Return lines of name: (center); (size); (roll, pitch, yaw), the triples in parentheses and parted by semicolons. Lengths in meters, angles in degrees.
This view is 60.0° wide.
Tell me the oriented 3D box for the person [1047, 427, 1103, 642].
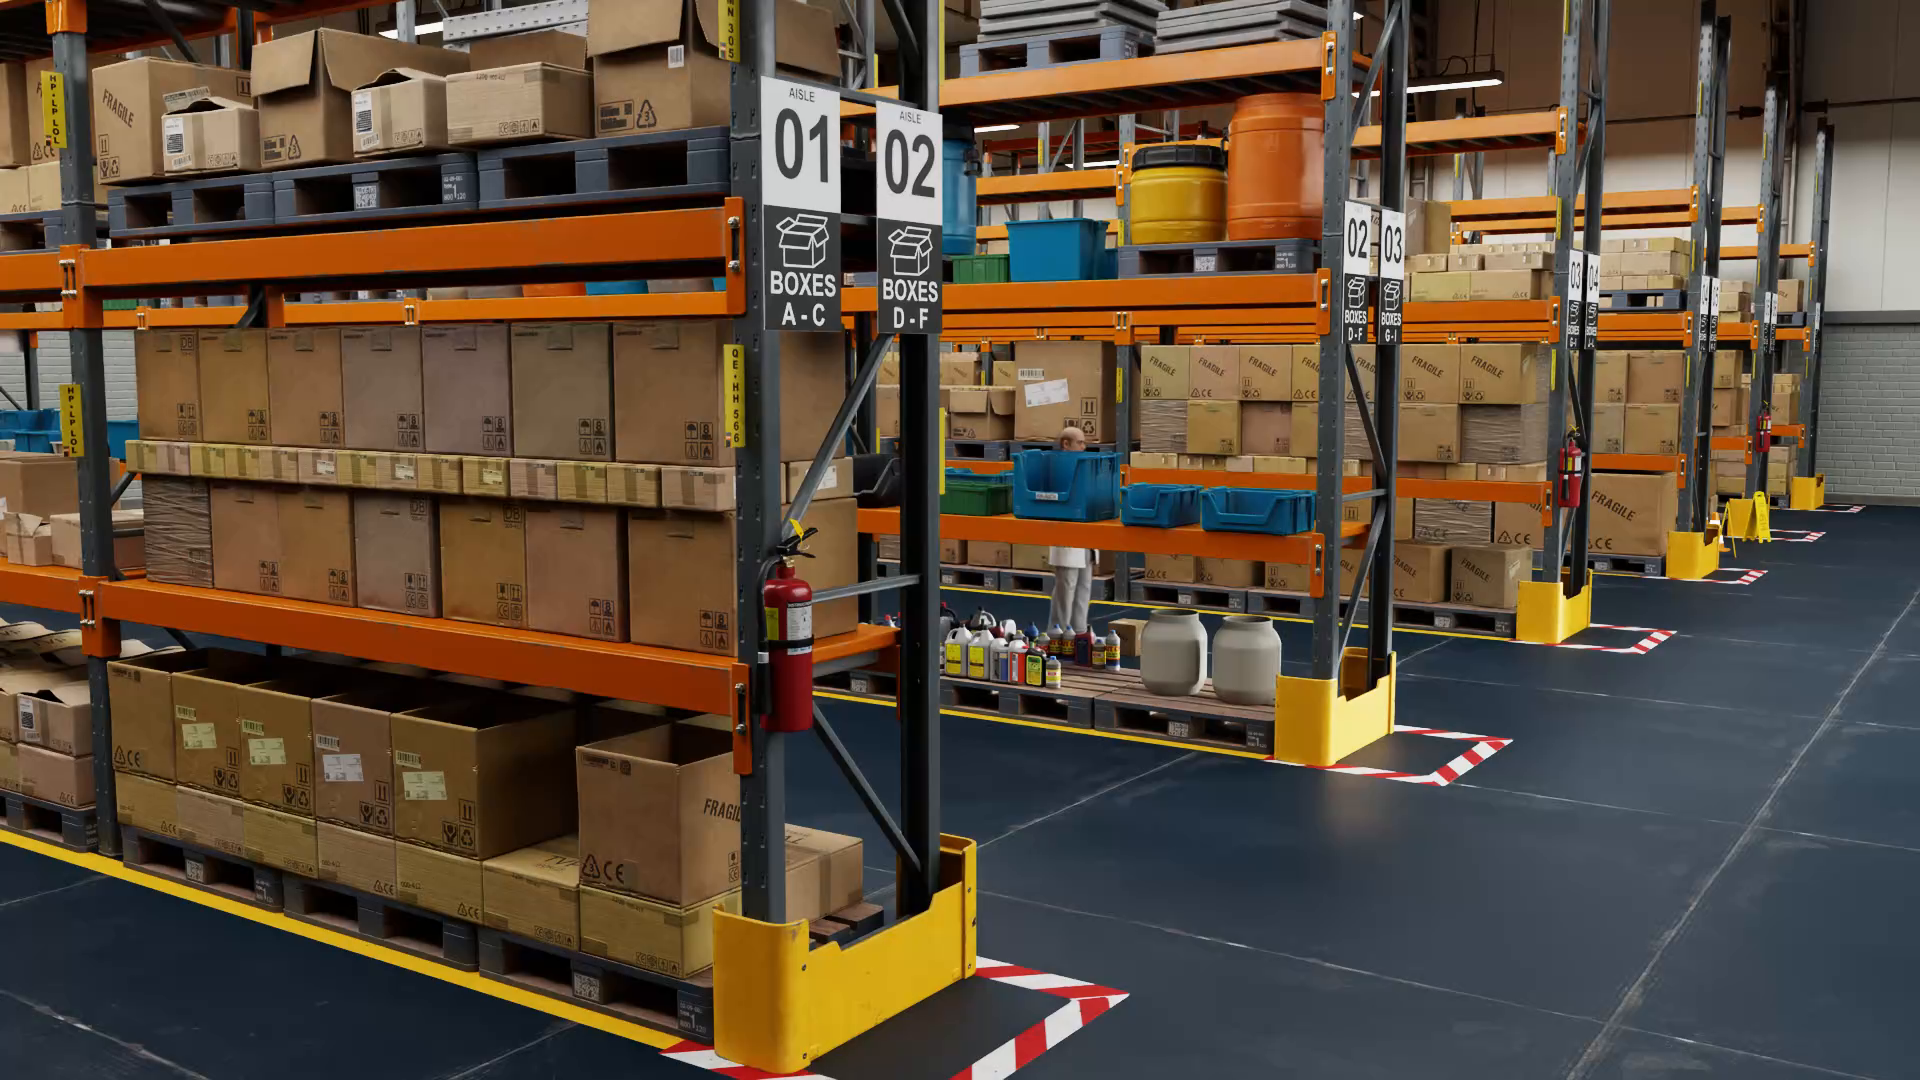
person: (0.933, -0.017, 13.419); (0.375, 1.780, 0.564); (4, 8, 35)
